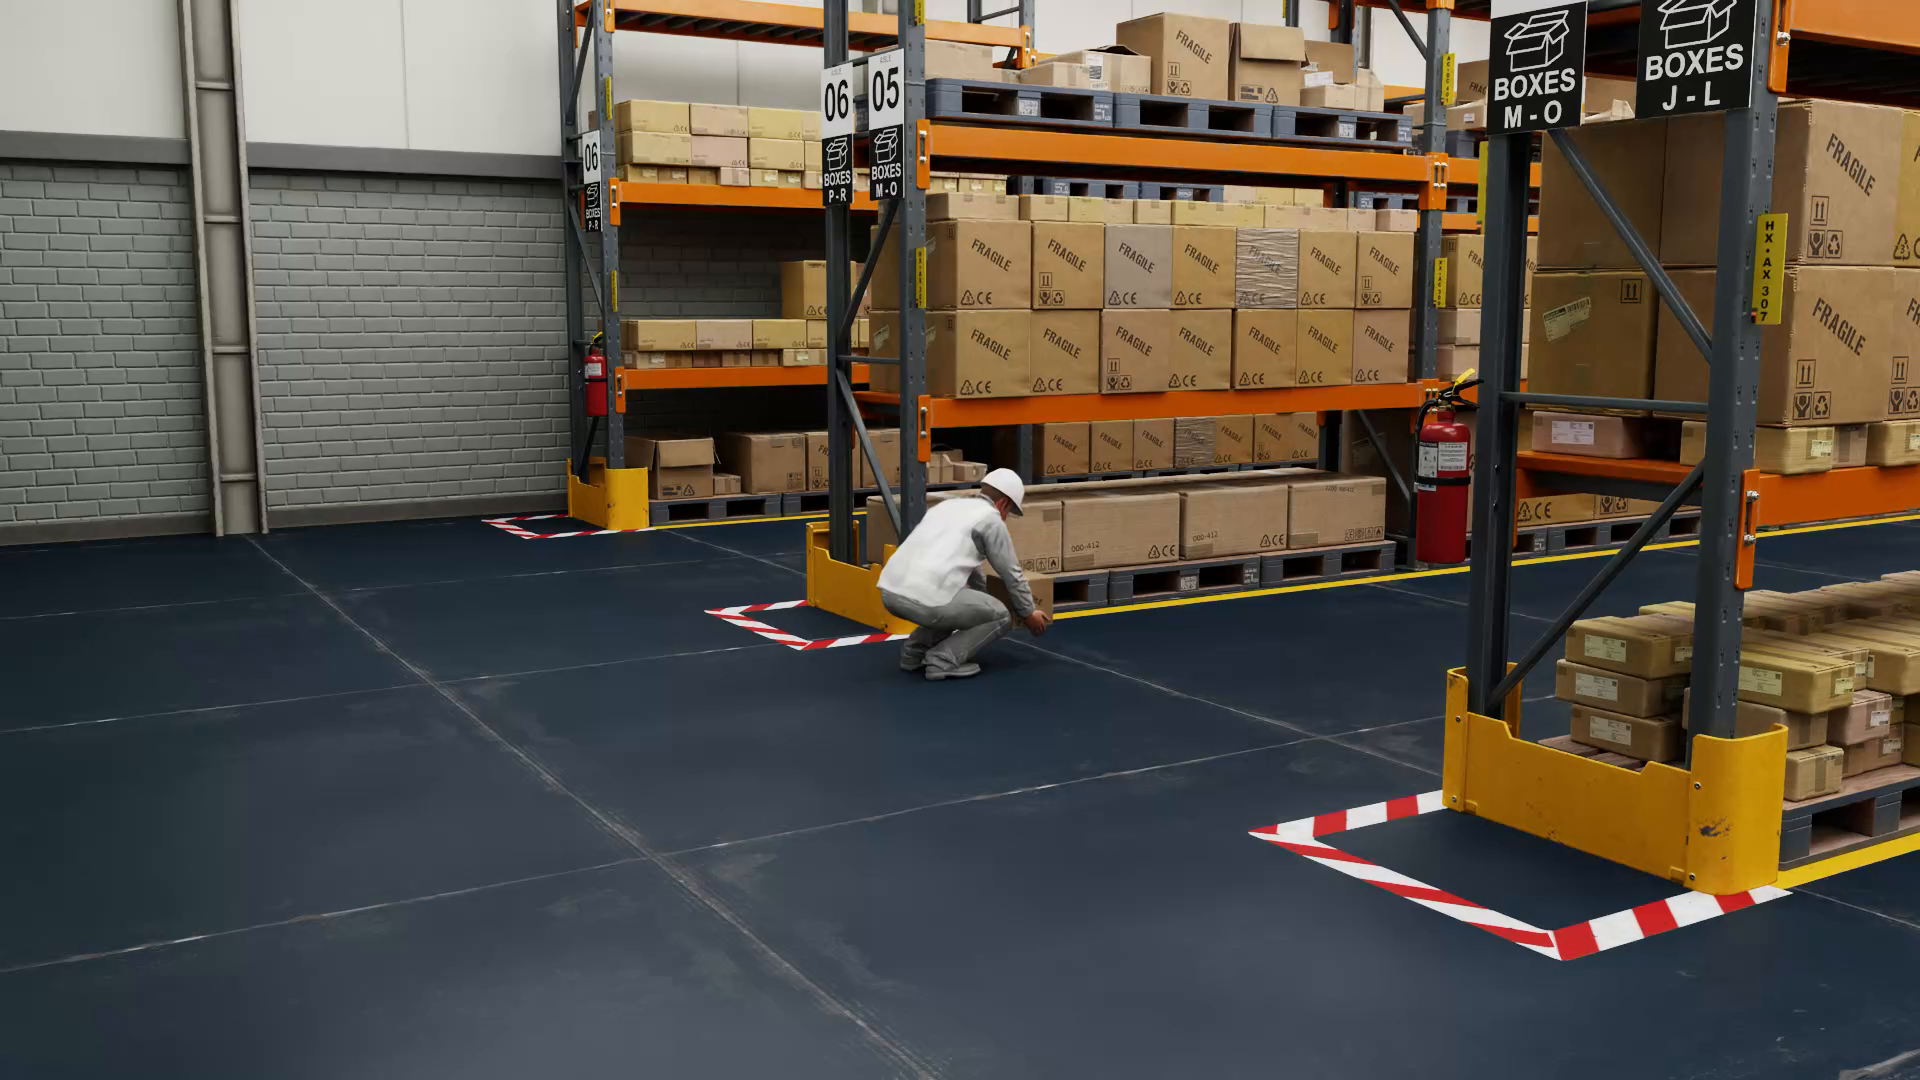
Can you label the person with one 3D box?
[{"bbox_3d":[0.007,0.159,8.374,0.871,1.007,0.535,-5,9,-31],"label":"person"}]
